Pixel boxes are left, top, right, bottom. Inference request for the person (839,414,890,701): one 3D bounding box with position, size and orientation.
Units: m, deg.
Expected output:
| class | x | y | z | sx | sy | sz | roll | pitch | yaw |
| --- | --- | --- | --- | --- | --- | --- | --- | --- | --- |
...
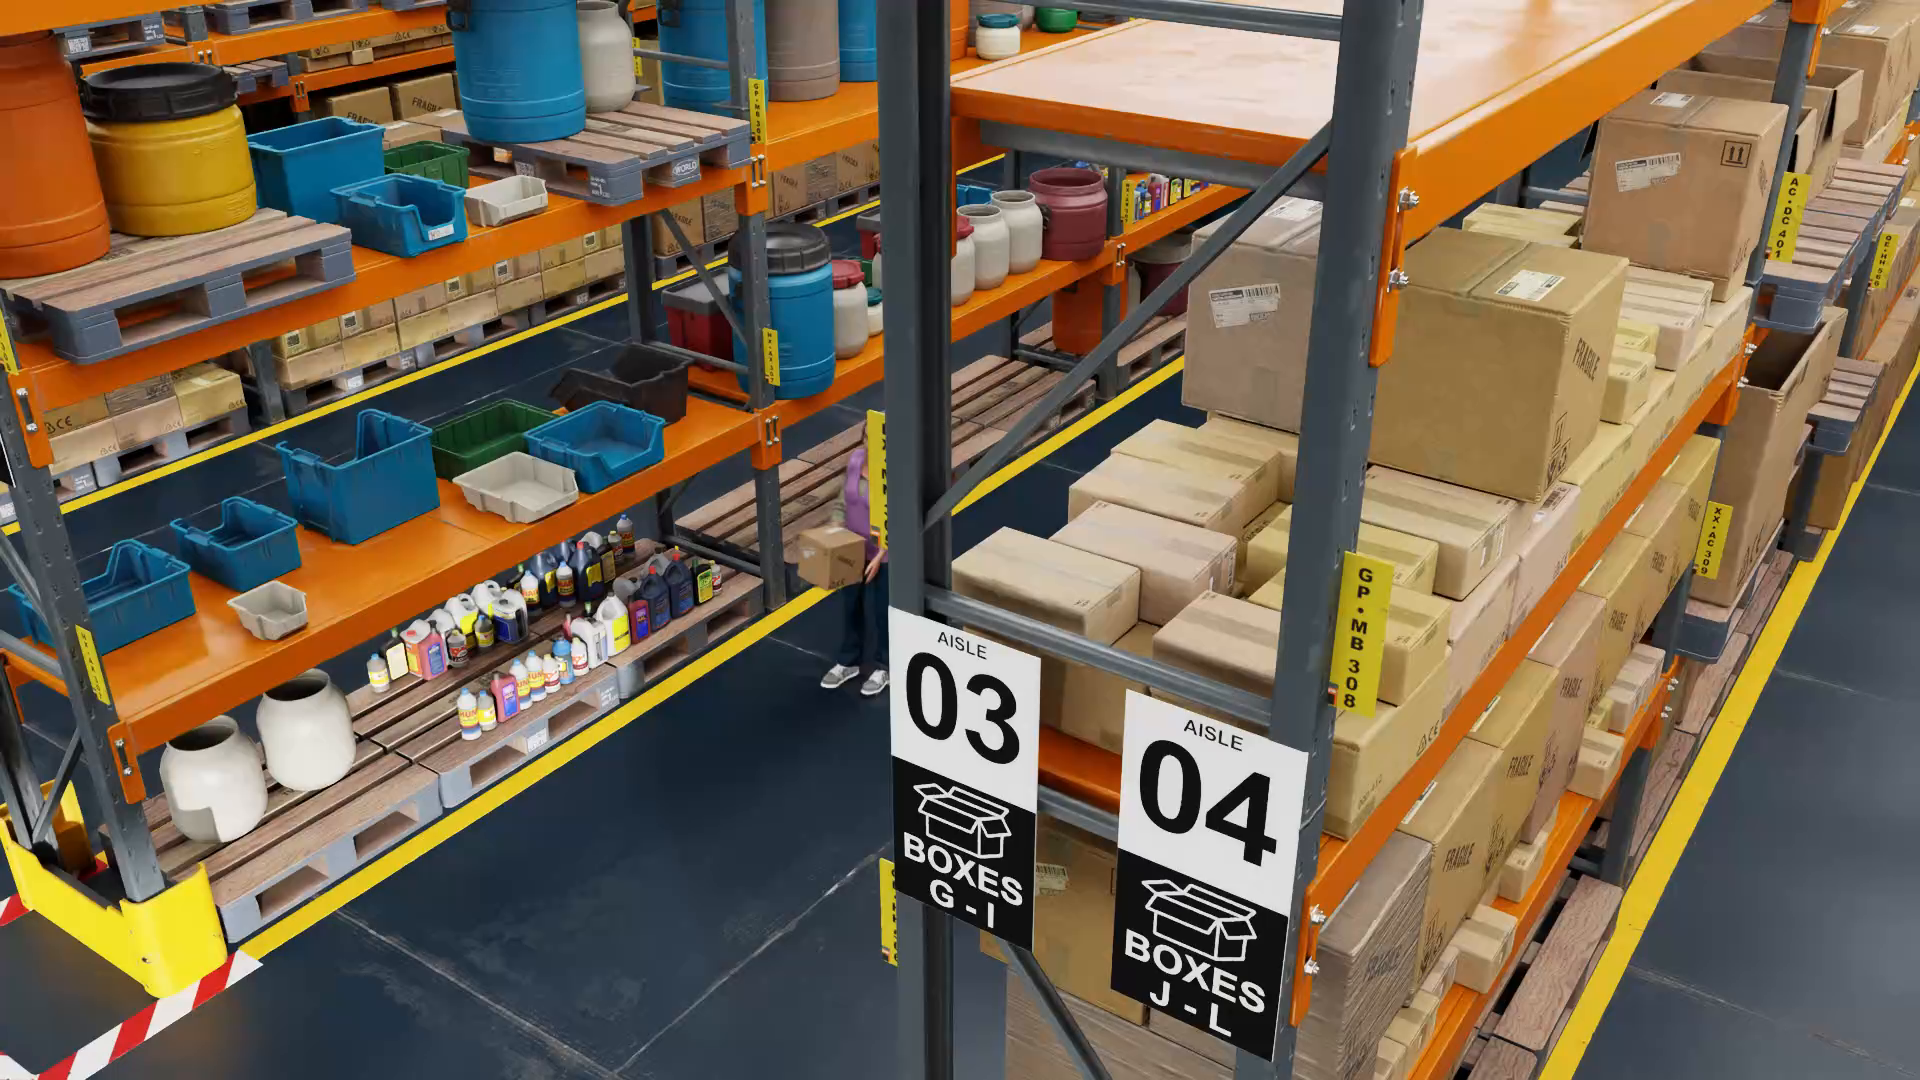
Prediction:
| class | x | y | z | sx | sy | sz | roll | pitch | yaw |
| --- | --- | --- | --- | --- | --- | --- | --- | --- | --- |
| person | -0.458 | 0.088 | 8.933 | 0.417 | 1.604 | 0.459 | 20 | 33 | 34 |
